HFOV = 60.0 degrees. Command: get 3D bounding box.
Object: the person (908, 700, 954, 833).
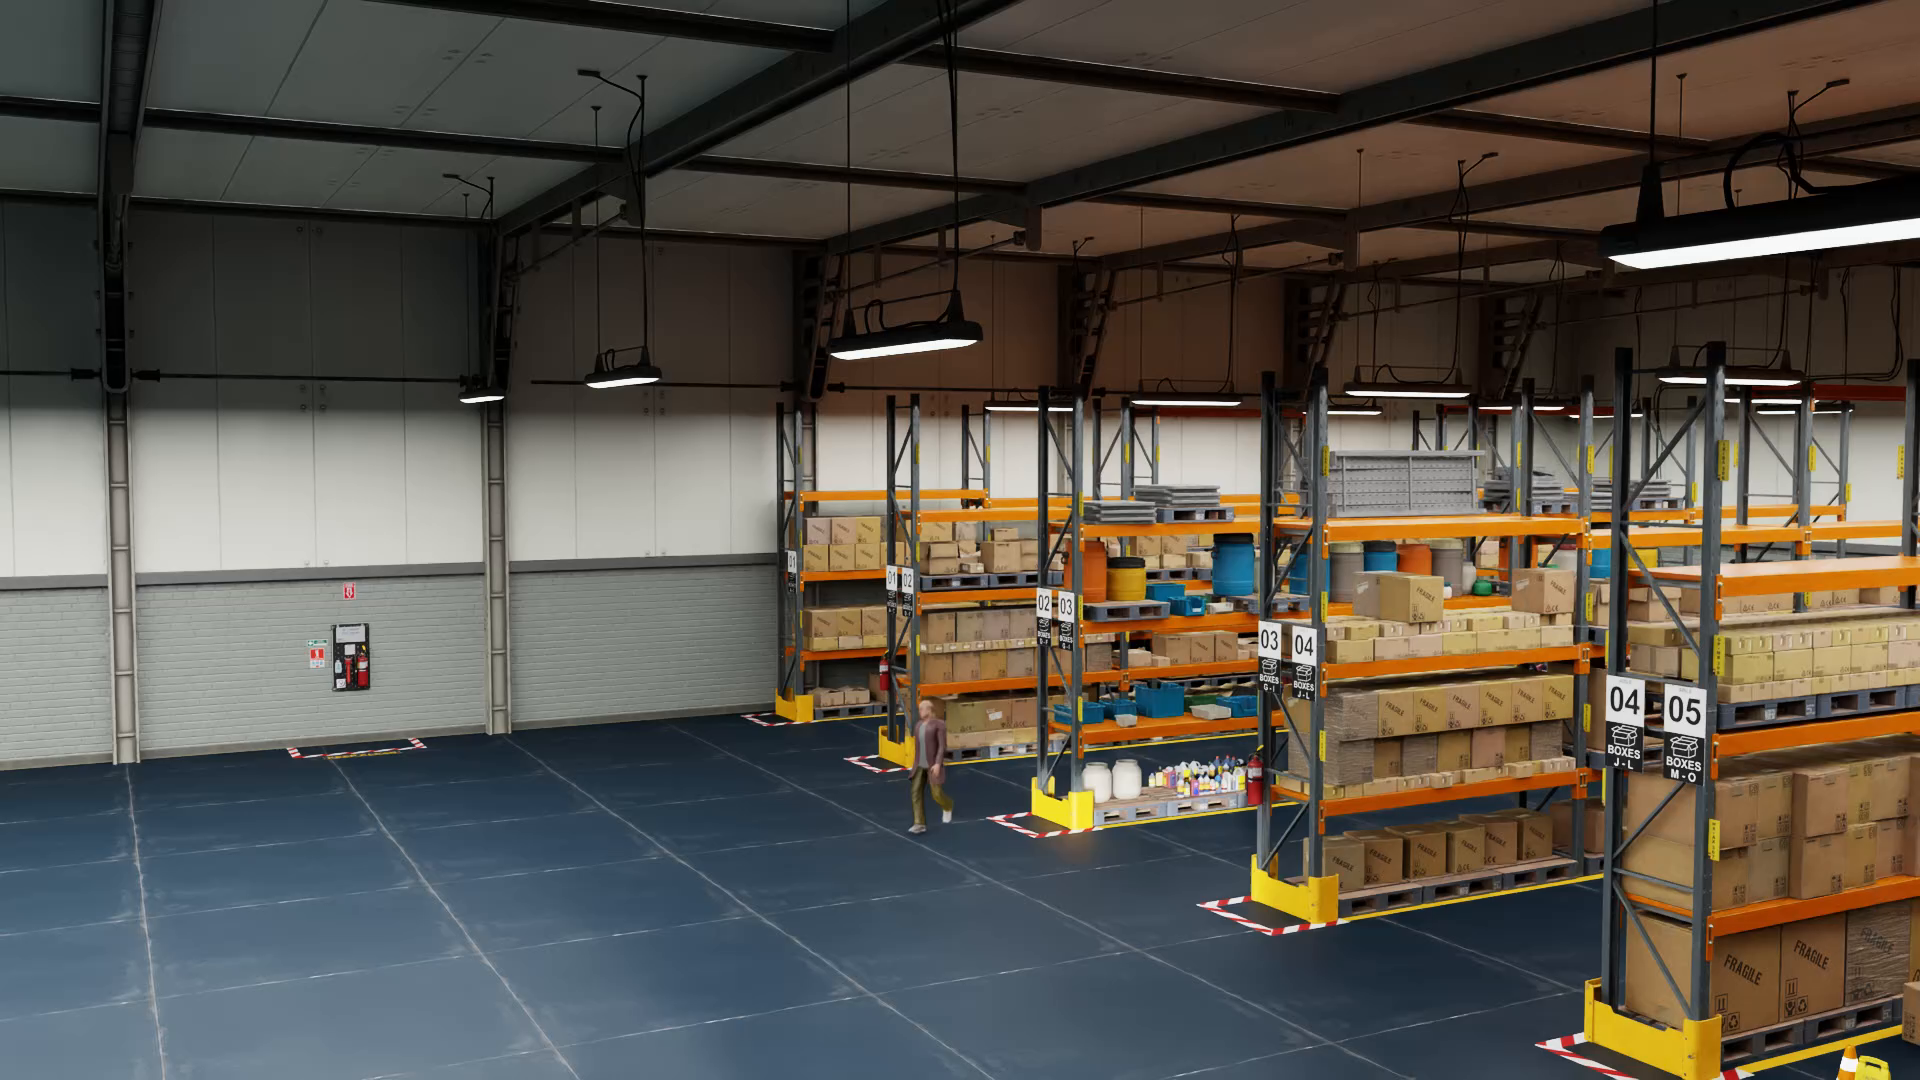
[{"bbox_3d":[-0.413,3.027,22.366,0.575,1.732,0.962,2,4,32],"label":"person"}]
